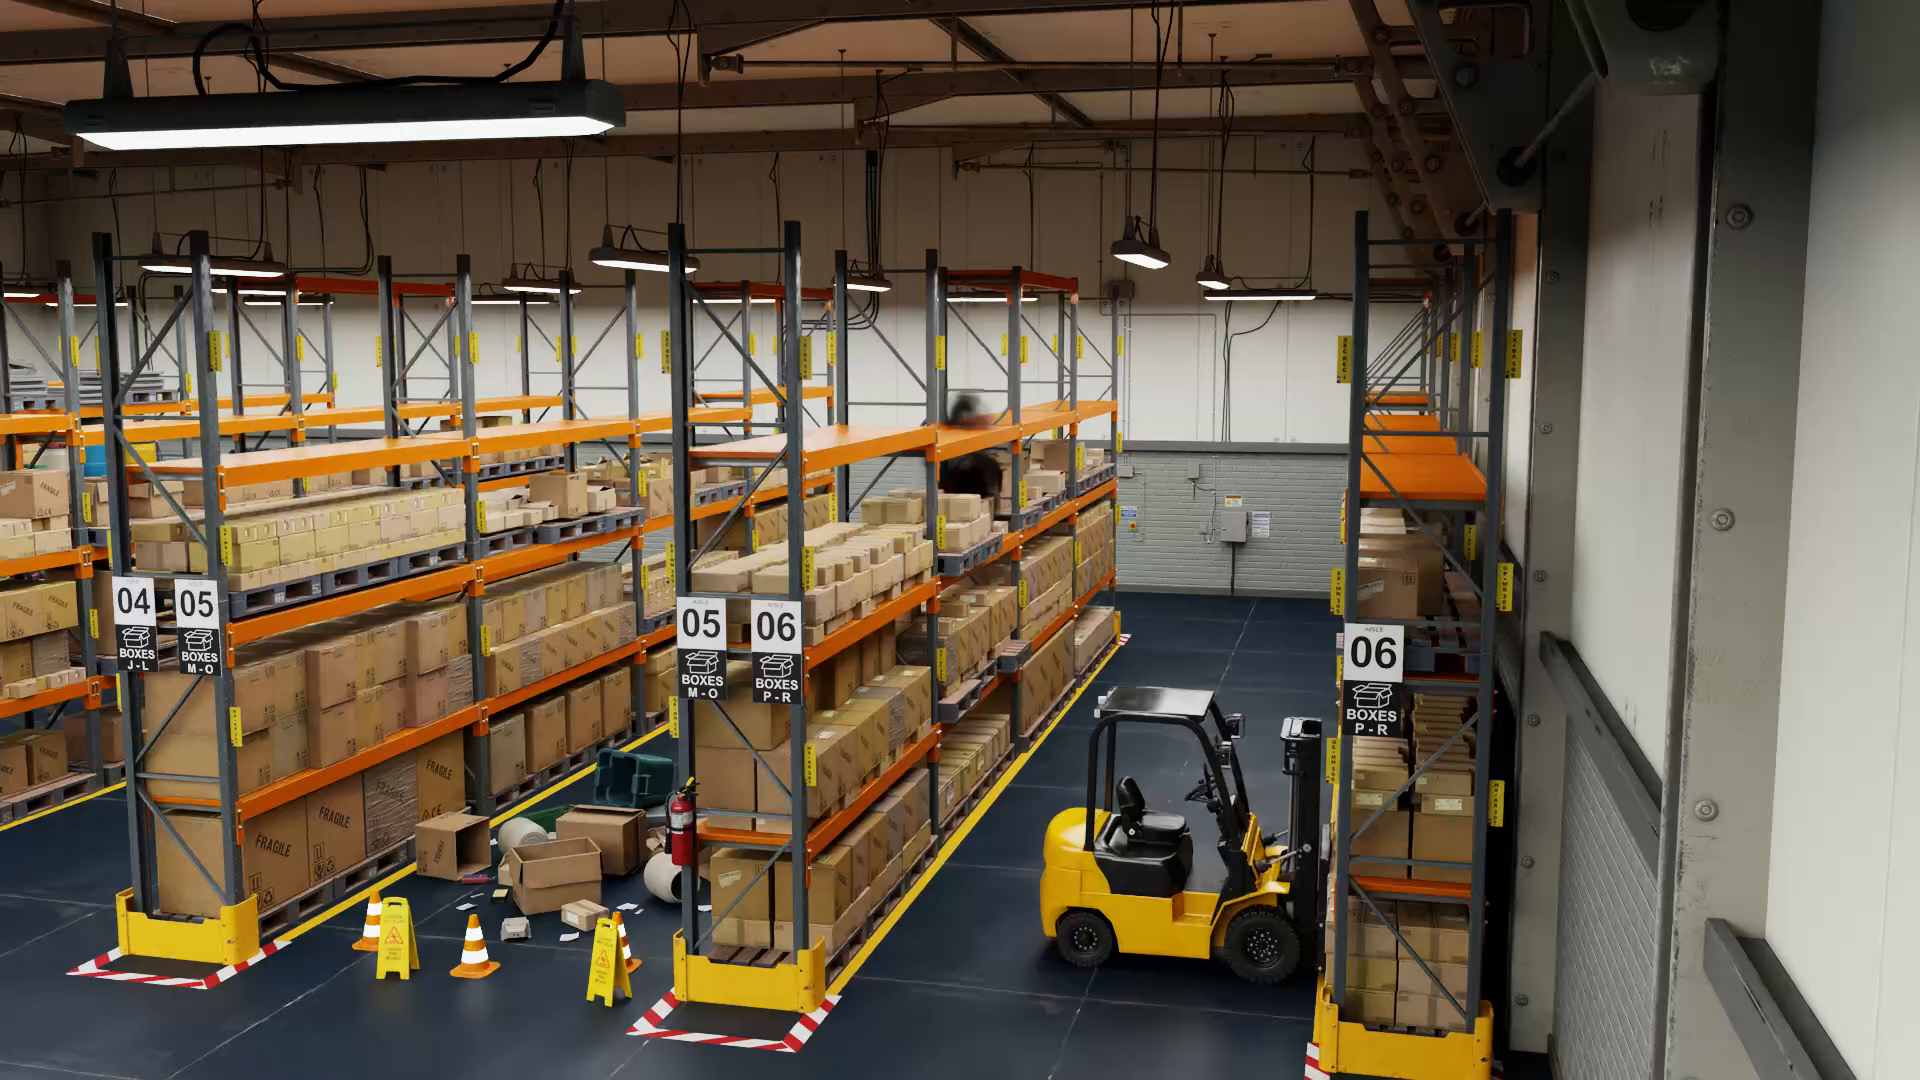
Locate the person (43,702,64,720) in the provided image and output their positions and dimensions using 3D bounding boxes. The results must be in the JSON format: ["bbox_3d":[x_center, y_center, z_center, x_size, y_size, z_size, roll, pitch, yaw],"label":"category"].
[{"bbox_3d":[-12.277,1.623,22.310,0.599,1.657,0.560,0,7,-1],"label":"person"}]

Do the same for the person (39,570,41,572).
[{"bbox_3d":[-15.930,0.802,29.079,0.553,1.627,0.567,0,7,3],"label":"person"}]
